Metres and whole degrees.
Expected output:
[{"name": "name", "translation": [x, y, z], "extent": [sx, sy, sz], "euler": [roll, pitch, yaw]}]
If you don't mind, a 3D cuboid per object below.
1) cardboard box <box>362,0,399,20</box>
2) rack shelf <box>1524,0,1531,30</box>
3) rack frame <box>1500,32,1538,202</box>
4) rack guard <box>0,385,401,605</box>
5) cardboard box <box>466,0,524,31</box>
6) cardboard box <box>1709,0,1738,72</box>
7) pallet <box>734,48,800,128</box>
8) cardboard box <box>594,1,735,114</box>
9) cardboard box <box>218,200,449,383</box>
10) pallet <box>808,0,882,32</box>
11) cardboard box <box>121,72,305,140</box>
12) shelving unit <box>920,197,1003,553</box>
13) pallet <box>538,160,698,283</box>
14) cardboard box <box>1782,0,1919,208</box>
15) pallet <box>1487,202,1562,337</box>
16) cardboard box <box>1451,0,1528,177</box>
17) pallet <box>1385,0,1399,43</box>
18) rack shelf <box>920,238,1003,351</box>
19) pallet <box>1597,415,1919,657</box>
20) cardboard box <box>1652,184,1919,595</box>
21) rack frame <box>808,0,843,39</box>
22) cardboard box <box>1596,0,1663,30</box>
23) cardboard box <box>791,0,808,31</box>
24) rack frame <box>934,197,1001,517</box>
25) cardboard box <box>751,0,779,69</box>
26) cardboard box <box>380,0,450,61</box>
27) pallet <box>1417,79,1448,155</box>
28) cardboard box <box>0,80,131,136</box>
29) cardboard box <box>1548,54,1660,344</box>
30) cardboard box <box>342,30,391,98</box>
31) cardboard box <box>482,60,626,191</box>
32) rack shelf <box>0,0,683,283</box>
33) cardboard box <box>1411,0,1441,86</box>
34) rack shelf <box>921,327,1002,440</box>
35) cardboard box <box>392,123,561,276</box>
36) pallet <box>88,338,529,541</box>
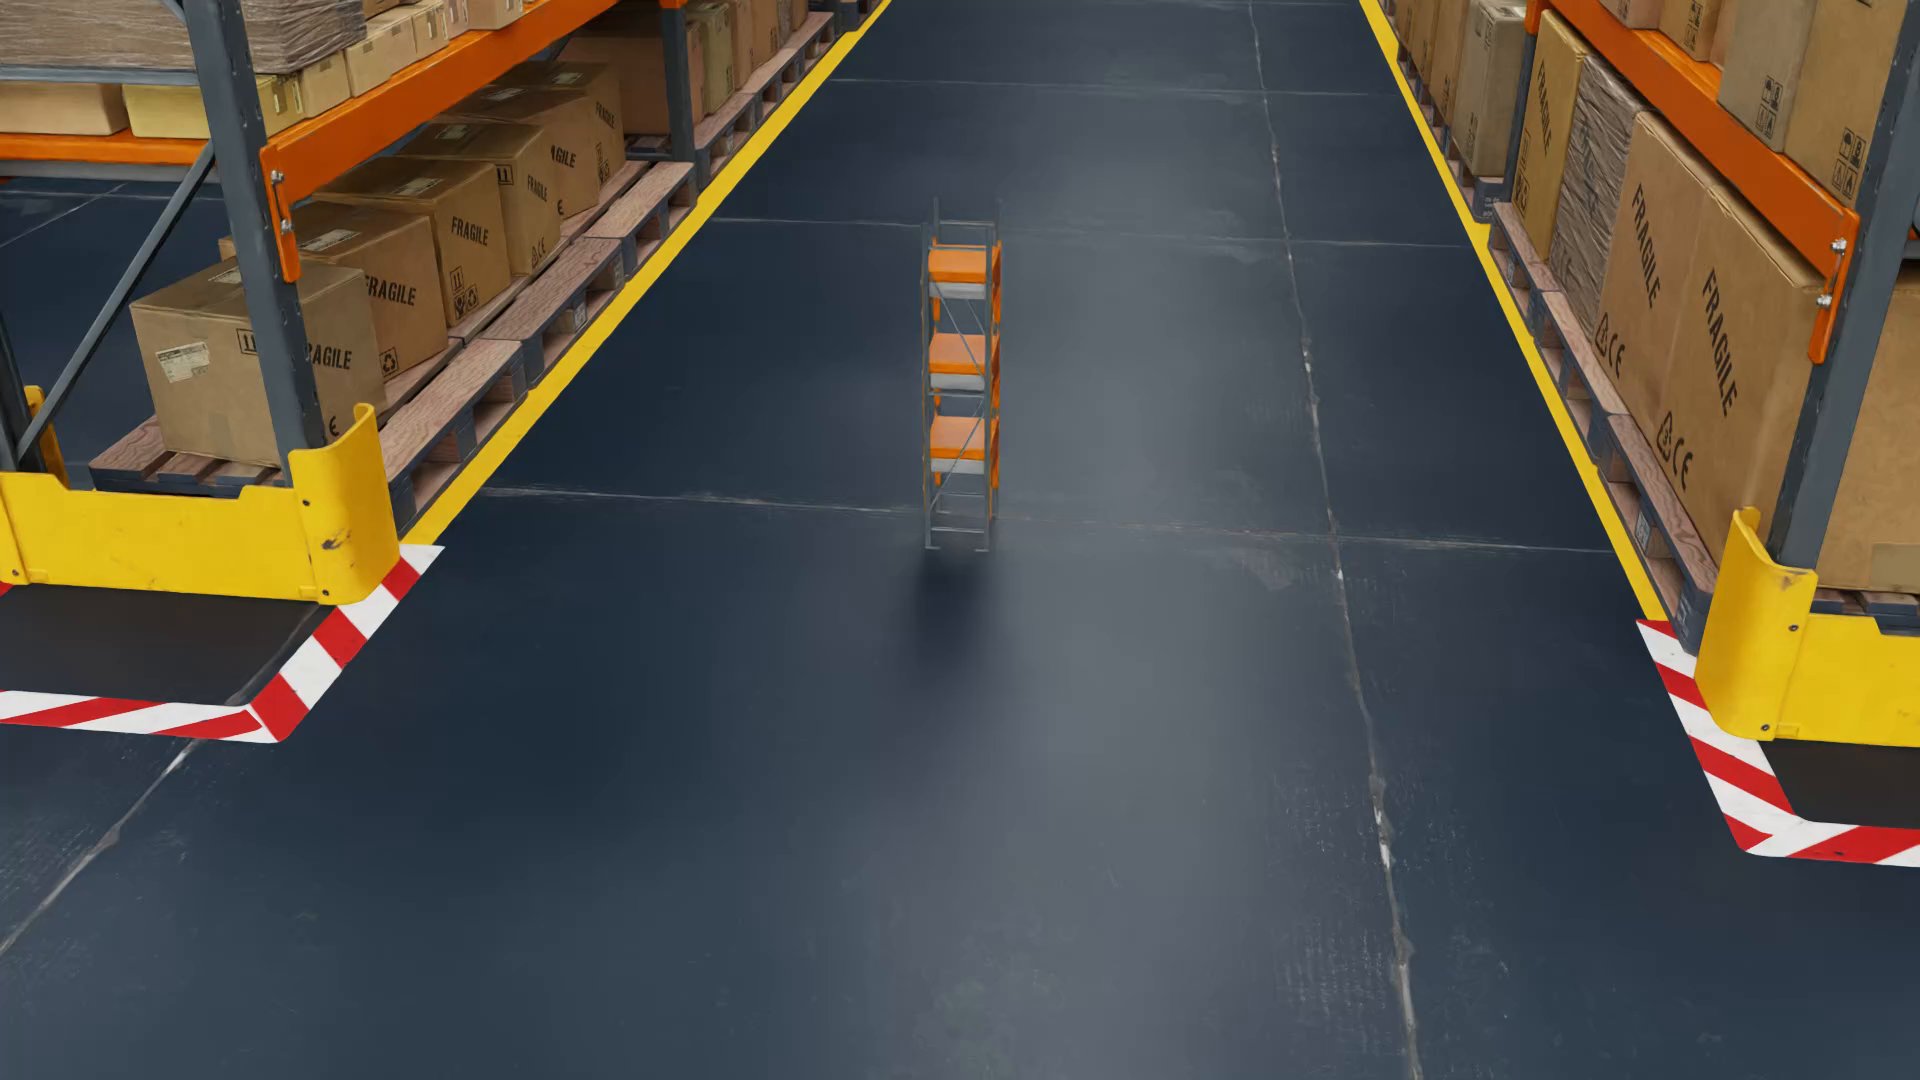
[{"name": "cardboard box", "translation": [-2.297, -1.879, 5.156], "extent": [0.875, 0.500, 0.500], "euler": [3, 28, 6]}, {"name": "rack shelf", "translation": [3.312, -3.376, 9.112], "extent": [1.077, 0.370, 4.000], "euler": [3, 28, 6]}, {"name": "rack frame", "translation": [3.067, -2.751, 7.194], "extent": [1.000, 3.000, 0.127], "euler": [3, 28, 6]}, {"name": "rack guard", "translation": [-2.324, -0.139, 4.982], "extent": [1.175, 0.500, 0.348], "euler": [3, 28, 6]}, {"name": "cardboard box", "translation": [-1.782, -1.914, 5.905], "extent": [0.380, 0.149, 0.250], "euler": [3, 28, 6]}, {"name": "cardboard box", "translation": [2.816, -1.628, 4.951], "extent": [0.875, 0.550, 0.550], "euler": [3, 28, 6]}, {"name": "pallet", "translation": [-1.603, -2.802, 10.228], "extent": [1.003, 0.211, 1.213], "euler": [3, 28, 6]}, {"name": "cardboard box", "translation": [-1.670, -2.691, 9.255], "extent": [0.700, 0.500, 0.500], "euler": [3, 28, 6]}, {"name": "cardboard box", "translation": [-2.201, -0.865, 5.886], "extent": [0.500, 0.500, 0.500], "euler": [11, 30, 19]}, {"name": "pallet", "translation": [-1.182, -4.109, 12.654], "extent": [1.003, 0.211, 1.213], "euler": [3, 28, 6]}, {"name": "cardboard box", "translation": [-2.062, -1.214, 4.605], "extent": [0.380, 0.149, 0.250], "euler": [3, 28, 6]}, {"name": "shelving unit", "translation": [0.007, -0.487, 5.048], "extent": [0.215, 1.050, 0.252], "euler": [3, 28, 6]}, {"name": "pallet", "translation": [-1.891, -1.541, 7.888], "extent": [1.003, 0.211, 1.213], "euler": [3, 28, 6]}, {"name": "cardboard box", "translation": [2.577, -1.112, 3.993], "extent": [0.875, 0.550, 0.550], "euler": [3, 28, 6]}, {"name": "pallet", "translation": [2.896, -1.170, 7.199], "extent": [1.003, 0.211, 1.213], "euler": [3, 28, 6]}, {"name": "cardboard box", "translation": [3.054, -2.243, 8.180], "extent": [1.050, 0.750, 0.750], "euler": [3, 28, 6]}, {"name": "pallet", "translation": [3.654, -3.774, 12.033], "extent": [1.003, 0.211, 1.213], "euler": [3, 28, 6]}, {"name": "rack shelf", "translation": [0.007, -0.728, 4.918], "extent": [0.215, 0.259, 0.240], "euler": [3, 28, 6]}, {"name": "pallet", "translation": [2.597, -0.022, 5.068], "extent": [1.003, 0.211, 1.213], "euler": [3, 28, 6]}, {"name": "cardboard box", "translation": [2.594, -0.441, 4.703], "extent": [0.875, 0.875, 0.875], "euler": [4, 29, 6]}, {"name": "rack frame", "translation": [-1.353, -4.970, 11.312], "extent": [1.000, 3.000, 0.127], "euler": [3, 28, 6]}, {"name": "cardboard box", "translation": [2.806, -2.135, 5.893], "extent": [0.875, 0.550, 0.550], "euler": [3, 28, 6]}, {"name": "cardboard box", "translation": [-1.416, -3.747, 11.213], "extent": [0.700, 0.500, 0.500], "euler": [2, 28, 4]}, {"name": "rack frame", "translation": [0.022, -0.545, 5.154], "extent": [0.200, 1.050, 0.008], "euler": [3, 28, 6]}, {"name": "cardboard box", "translation": [-1.533, -3.217, 10.231], "extent": [0.700, 0.500, 0.500], "euler": [6, 29, 10]}, {"name": "cardboard box", "translation": [-1.919, -1.683, 5.477], "extent": [0.380, 0.149, 0.250], "euler": [3, 28, 6]}, {"name": "pallet", "translation": [3.234, -2.467, 9.607], "extent": [1.003, 0.211, 1.213], "euler": [3, 28, 6]}, {"name": "cardboard box", "translation": [-2.504, -1.240, 4.653], "extent": [0.380, 0.149, 0.250], "euler": [3, 28, 6]}, {"name": "cardboard box", "translation": [2.814, -1.284, 6.268], "extent": [0.875, 0.875, 0.875], "euler": [4, 29, 7]}, {"name": "cardboard box", "translation": [-1.967, -1.447, 5.039], "extent": [0.380, 0.149, 0.250], "euler": [3, 28, 6]}, {"name": "cardboard box", "translation": [-1.932, -1.985, 7.965], "extent": [0.500, 0.500, 0.500], "euler": [3, 28, 5]}, {"name": "rack shelf", "translation": [-2.089, -1.829, 6.241], "extent": [1.077, 0.370, 4.000], "euler": [3, 28, 6]}, {"name": "cardboard box", "translation": [3.289, -3.135, 9.836], "extent": [1.050, 0.750, 0.750], "euler": [4, 29, 7]}, {"name": "rack shelf", "translation": [0.007, -0.478, 5.053], "extent": [0.215, 0.259, 0.240], "euler": [3, 28, 6]}, {"name": "cardboard box", "translation": [-1.993, -1.419, 6.913], "extent": [0.500, 0.500, 0.500], "euler": [1, 28, 2]}, {"name": "pallet", "translation": [-2.190, -0.393, 5.756], "extent": [1.003, 0.211, 1.213], "euler": [3, 28, 6]}]
